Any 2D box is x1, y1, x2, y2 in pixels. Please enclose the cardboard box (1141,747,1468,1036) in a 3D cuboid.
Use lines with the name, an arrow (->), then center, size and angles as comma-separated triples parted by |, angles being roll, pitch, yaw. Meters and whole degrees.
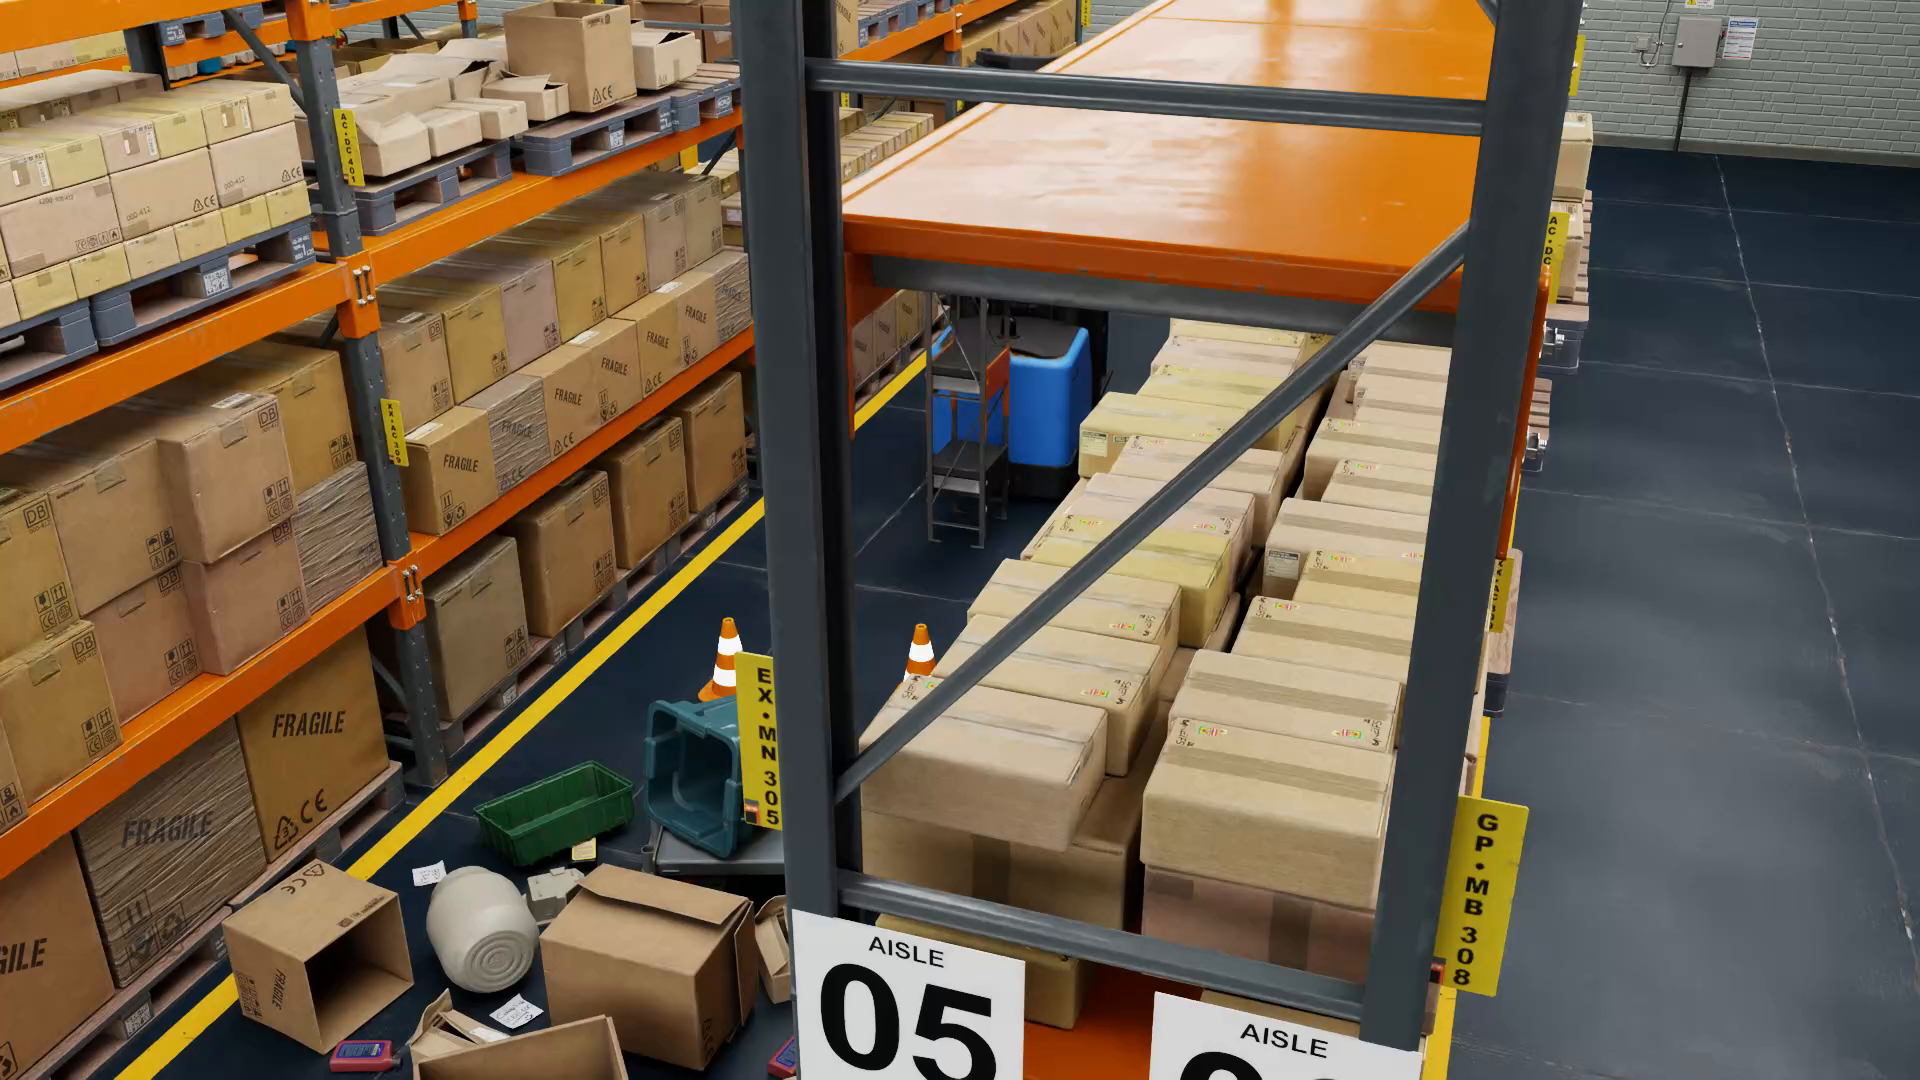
cardboard box -> 0.627, 0.581, 2.996 | 0.500, 0.250, 0.500 | 8, 27, 17

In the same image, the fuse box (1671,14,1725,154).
fuse box -> 9.320, -5.786, 21.236 | 0.539, 1.711, 0.414 | 9, 27, 17

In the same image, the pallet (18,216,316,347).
pallet -> -3.444, -1.130, 6.802 | 1.003, 0.211, 1.213 | 9, 27, 17

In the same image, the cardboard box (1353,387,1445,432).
cardboard box -> 1.214, -0.261, 4.279 | 0.380, 0.149, 0.250 | 9, 27, 18

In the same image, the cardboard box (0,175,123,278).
cardboard box -> -3.420, -1.153, 5.980 | 0.500, 0.250, 0.500 | 9, 27, 17

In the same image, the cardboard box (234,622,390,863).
cardboard box -> -3.437, 0.861, 7.986 | 0.875, 0.875, 0.875 | 9, 27, 18

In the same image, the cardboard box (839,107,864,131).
cardboard box -> -1.064, -3.691, 14.554 | 0.380, 0.149, 0.250 | 10, 28, 20

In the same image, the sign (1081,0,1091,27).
sign -> 1.348, -5.661, 17.808 | 0.100, 0.325, 0.005 | 9, 27, 17

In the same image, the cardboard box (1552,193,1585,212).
cardboard box -> 2.280, -1.340, 6.824 | 0.500, 0.250, 0.500 | 8, 27, 17

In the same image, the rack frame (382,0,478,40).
rack frame -> -5.143, -4.203, 16.489 | 1.000, 3.000, 0.127 | 9, 27, 17

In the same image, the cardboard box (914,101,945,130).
cardboard box -> -0.097, -3.788, 15.175 | 0.500, 0.500, 0.500 | 8, 27, 16

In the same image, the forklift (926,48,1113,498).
forklift -> 0.591, -2.230, 12.493 | 1.130, 2.935, 3.031 | 6, 26, 12

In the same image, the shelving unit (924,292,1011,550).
shelving unit -> 0.055, -1.013, 10.933 | 0.431, 2.100, 0.503 | 9, 27, 17

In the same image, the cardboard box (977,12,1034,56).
cardboard box -> 0.408, -4.850, 16.221 | 0.500, 0.500, 0.500 | 8, 27, 16

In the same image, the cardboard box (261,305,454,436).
cardboard box -> -3.002, -0.854, 8.311 | 0.700, 0.500, 0.500 | 8, 27, 17

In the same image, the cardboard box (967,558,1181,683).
cardboard box -> 0.233, 0.180, 3.368 | 0.380, 0.149, 0.250 | 8, 27, 17

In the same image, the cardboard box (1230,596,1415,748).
cardboard box -> 0.730, 0.254, 3.216 | 0.380, 0.149, 0.250 | 9, 27, 17

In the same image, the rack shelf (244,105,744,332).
rack shelf -> -2.496, -2.003, 9.328 | 1.077, 0.370, 4.000 | 9, 27, 17

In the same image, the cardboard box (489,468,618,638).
cardboard box -> -2.715, 0.005, 9.897 | 1.050, 0.750, 0.750 | 9, 27, 17

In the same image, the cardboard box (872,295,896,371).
cardboard box -> -0.854, -1.744, 13.797 | 0.500, 0.500, 0.500 | 8, 27, 16

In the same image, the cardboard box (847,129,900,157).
cardboard box -> -0.713, -3.268, 13.682 | 0.380, 0.149, 0.250 | 9, 27, 17

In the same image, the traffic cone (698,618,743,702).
traffic cone -> -1.291, 0.655, 9.366 | 0.336, 0.463, 0.334 | 9, 27, 17

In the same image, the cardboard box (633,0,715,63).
cardboard box -> -1.880, -3.465, 11.407 | 0.500, 0.500, 0.500 | 9, 27, 17

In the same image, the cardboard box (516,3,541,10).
cardboard box -> -4.559, -5.673, 18.496 | 0.500, 0.500, 0.500 | 8, 27, 16

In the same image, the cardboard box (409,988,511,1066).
cardboard box -> -1.997, 2.049, 6.712 | 0.396, 0.266, 0.258 | 14, 29, 26

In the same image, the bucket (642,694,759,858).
bucket -> -1.033, 1.025, 7.703 | 0.726, 0.611, 0.620 | 20, 22, 35

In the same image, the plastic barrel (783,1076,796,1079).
plastic barrel -> -0.532, 2.257, 6.103 | 0.421, 0.421, 0.512 | -14, 29, -27

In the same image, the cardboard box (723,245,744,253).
cardboard box -> -1.491, -2.029, 11.805 | 0.380, 0.149, 0.250 | 8, 27, 17

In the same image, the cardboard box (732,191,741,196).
cardboard box -> -1.407, -2.415, 11.919 | 0.380, 0.149, 0.250 | 8, 27, 16

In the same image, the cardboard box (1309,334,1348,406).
cardboard box -> 0.972, -0.540, 5.313 | 0.500, 0.250, 0.500 | 9, 27, 17

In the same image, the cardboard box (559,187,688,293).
cardboard box -> -2.156, -1.902, 10.475 | 0.700, 0.500, 0.500 | 8, 27, 17

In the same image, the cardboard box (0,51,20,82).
cardboard box -> -6.723, -3.199, 11.145 | 0.500, 0.250, 0.500 | 10, 27, 19

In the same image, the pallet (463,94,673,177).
pallet -> -2.364, -2.331, 9.397 | 1.003, 0.211, 1.213 | 10, 28, 20

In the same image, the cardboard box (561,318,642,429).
cardboard box -> -2.228, -0.998, 9.754 | 0.500, 0.500, 0.500 | 9, 27, 18

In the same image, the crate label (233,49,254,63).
crate label -> -8.763, -5.877, 20.180 | 0.396, 0.136, 0.243 | 9, 27, 17

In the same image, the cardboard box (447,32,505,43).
cardboard box -> -4.743, -4.767, 16.623 | 0.500, 0.500, 0.500 | 9, 27, 17

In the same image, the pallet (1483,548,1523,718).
pallet -> 1.931, 0.315, 7.377 | 1.003, 0.211, 1.213 | 9, 27, 17

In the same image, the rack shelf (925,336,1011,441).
rack shelf -> 0.055, -1.001, 10.939 | 0.431, 0.518, 0.480 | 9, 27, 17

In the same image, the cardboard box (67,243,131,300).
cardboard box -> -3.319, -1.012, 6.148 | 0.380, 0.149, 0.250 | 9, 27, 18

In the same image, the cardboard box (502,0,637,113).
cardboard box -> -2.145, -2.672, 9.174 | 0.500, 0.500, 0.500 | 9, 27, 17

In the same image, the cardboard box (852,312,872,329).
cardboard box -> -1.027, -1.858, 13.171 | 0.500, 0.250, 0.500 | 9, 27, 18

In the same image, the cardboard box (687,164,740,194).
cardboard box -> -1.842, -2.731, 12.572 | 0.380, 0.149, 0.250 | 10, 27, 19

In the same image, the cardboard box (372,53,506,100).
cardboard box -> -2.786, -2.451, 8.933 | 0.500, 0.311, 0.500 | 8, 27, 16

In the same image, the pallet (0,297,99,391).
pallet -> -3.851, -0.630, 5.770 | 1.003, 0.211, 1.213 | 9, 27, 17

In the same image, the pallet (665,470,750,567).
pallet -> -2.164, -0.230, 11.483 | 1.003, 0.211, 1.213 | 9, 27, 17

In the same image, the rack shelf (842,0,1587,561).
rack shelf -> 0.874, -1.031, 3.883 | 1.077, 0.370, 4.000 | 9, 27, 17

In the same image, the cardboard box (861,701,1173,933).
cardboard box -> 0.125, 0.500, 3.165 | 0.500, 0.250, 0.500 | 8, 27, 17

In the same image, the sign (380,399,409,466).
sign -> -2.638, -0.500, 7.756 | 0.100, 0.325, 0.005 | 9, 27, 17

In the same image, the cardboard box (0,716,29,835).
cardboard box -> -3.945, 0.822, 5.939 | 0.875, 0.550, 0.550 | 9, 27, 17

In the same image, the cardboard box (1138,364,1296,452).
cardboard box -> 0.688, -0.341, 4.444 | 0.380, 0.149, 0.250 | 9, 27, 18

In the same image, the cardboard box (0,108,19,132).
cardboard box -> -3.856, -1.571, 6.387 | 0.380, 0.149, 0.250 | 8, 27, 17

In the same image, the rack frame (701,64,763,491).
rack frame -> -1.831, -1.798, 11.522 | 1.000, 3.000, 0.127 | 9, 27, 17

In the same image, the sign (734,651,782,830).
sign -> -0.308, 0.328, 2.672 | 0.100, 0.325, 0.005 | 9, 27, 17

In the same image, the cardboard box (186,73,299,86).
cardboard box -> -5.996, -3.621, 14.021 | 0.797, 0.503, 0.637 | 9, 27, 19

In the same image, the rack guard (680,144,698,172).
rack guard -> -3.804, -4.732, 20.449 | 1.175, 0.500, 0.348 | 9, 27, 17

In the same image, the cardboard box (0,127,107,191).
cardboard box -> -3.319, -1.371, 5.975 | 0.380, 0.149, 0.250 | 9, 27, 18

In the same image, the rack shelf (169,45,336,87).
rack shelf -> -9.148, -5.419, 19.826 | 1.077, 0.370, 4.000 | 9, 27, 17
